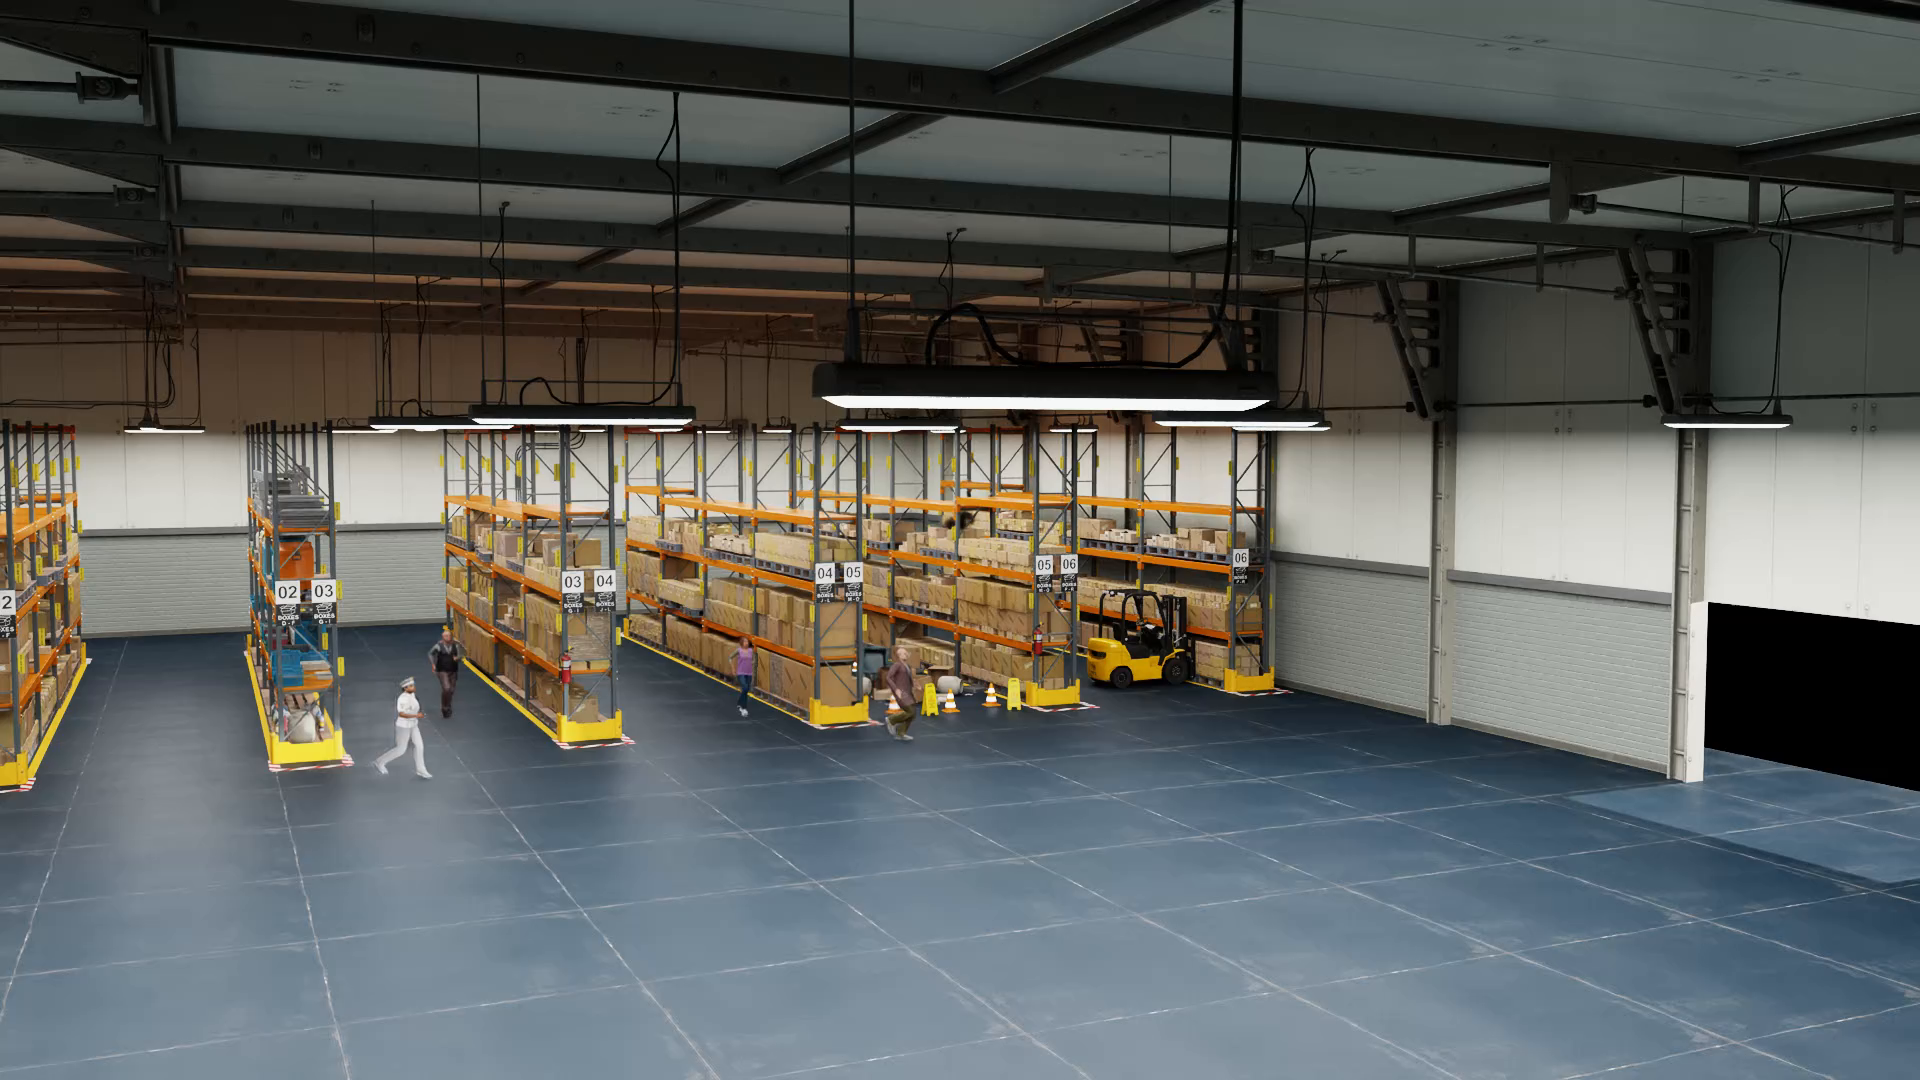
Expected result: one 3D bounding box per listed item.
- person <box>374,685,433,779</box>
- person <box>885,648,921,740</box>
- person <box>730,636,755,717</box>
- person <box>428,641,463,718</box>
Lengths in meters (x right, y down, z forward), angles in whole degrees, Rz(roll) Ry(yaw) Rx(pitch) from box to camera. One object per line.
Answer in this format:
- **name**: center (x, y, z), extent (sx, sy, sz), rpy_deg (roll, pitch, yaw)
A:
- **person**: center (-9.298, 3.162, 27.828), extent (0.932, 1.671, 0.588), rpy_deg (0, 4, 8)
- **person**: center (-1.066, 2.903, 31.289), extent (0.640, 1.731, 0.714), rpy_deg (1, 4, 22)
- **person**: center (-4.439, 2.794, 34.049), extent (0.442, 1.644, 0.710), rpy_deg (-3, 4, -37)
- **person**: center (-10.506, 2.843, 34.012), extent (0.624, 1.578, 0.627), rpy_deg (-3, 5, -40)
